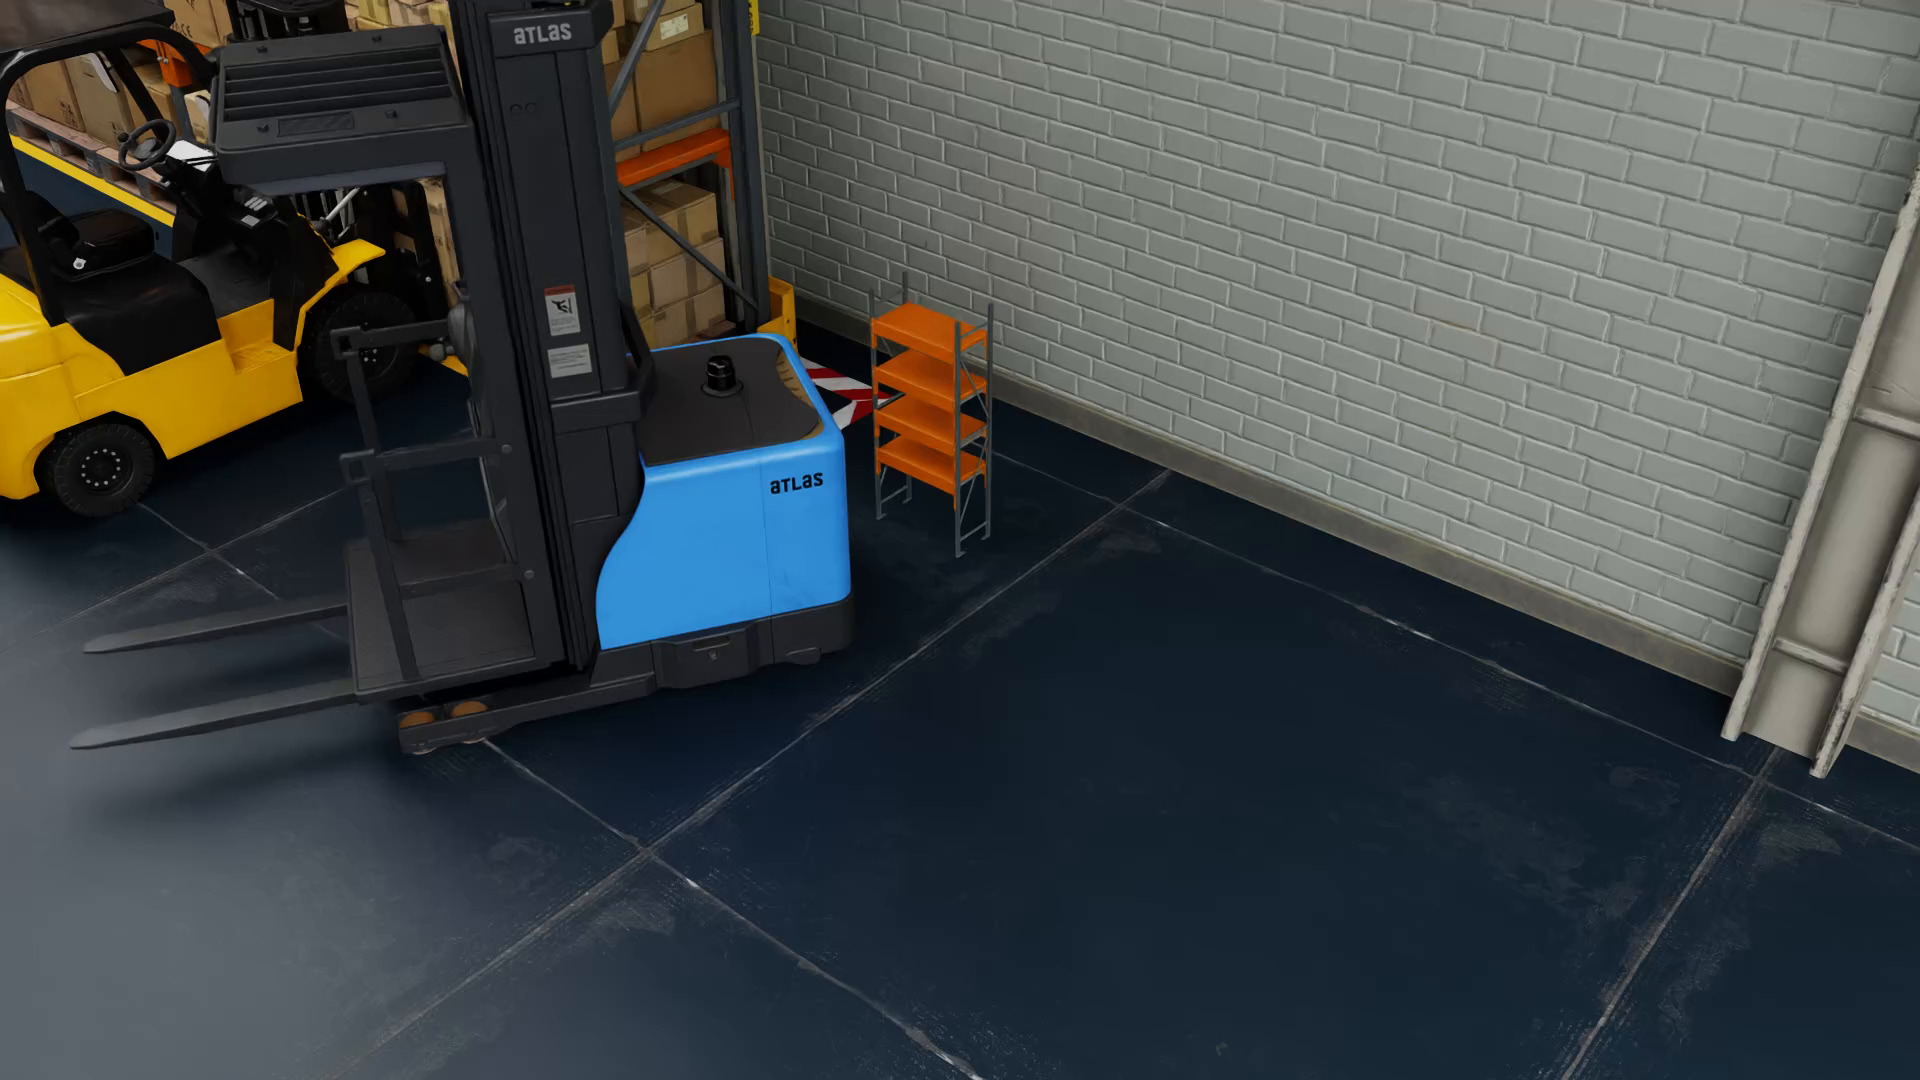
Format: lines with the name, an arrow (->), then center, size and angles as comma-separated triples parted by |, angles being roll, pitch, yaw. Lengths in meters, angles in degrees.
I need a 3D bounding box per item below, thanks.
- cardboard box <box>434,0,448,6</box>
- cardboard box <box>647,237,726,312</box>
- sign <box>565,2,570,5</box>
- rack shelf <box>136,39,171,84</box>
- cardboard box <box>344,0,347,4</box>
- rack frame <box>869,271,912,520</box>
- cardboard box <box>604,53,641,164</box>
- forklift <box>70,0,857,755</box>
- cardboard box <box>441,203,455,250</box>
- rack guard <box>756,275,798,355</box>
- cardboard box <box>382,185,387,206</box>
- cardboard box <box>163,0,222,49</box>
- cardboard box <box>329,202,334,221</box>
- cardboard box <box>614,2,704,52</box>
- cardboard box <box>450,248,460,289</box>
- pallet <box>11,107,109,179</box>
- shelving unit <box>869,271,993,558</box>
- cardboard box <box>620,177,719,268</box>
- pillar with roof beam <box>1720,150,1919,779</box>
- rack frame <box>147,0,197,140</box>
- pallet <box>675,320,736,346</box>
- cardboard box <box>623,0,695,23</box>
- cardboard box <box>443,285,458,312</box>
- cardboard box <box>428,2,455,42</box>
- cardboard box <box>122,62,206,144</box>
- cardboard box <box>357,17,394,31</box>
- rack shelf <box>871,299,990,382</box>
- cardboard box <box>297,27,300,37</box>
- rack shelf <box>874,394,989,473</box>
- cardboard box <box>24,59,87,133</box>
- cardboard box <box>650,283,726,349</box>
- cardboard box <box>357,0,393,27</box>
cardboard box -> -2.361, -2.732, 8.155 | 0.250, 0.149, 0.380 | 26, 42, 32
cardboard box -> -1.608, -1.488, 8.883 | 0.500, 0.250, 0.500 | 26, 42, 33
sign -> -1.738, -2.325, 7.254 | 0.005, 0.325, 0.100 | 25, 42, 32
rack shelf -> -5.991, -3.858, 11.354 | 4.000, 0.370, 1.077 | 25, 42, 32
cardboard box -> -3.202, -2.940, 8.720 | 0.250, 0.149, 0.380 | 24, 41, 31
rack frame -> -0.315, -0.643, 7.626 | 0.015, 1.200, 0.240 | 25, 42, 32
cardboard box -> -1.926, -2.087, 8.051 | 0.500, 0.500, 0.500 | 24, 41, 31
forklift -> -2.012, -0.706, 6.188 | 3.031, 2.935, 1.130 | -11, 36, -16
cardboard box -> -2.329, -1.647, 8.673 | 0.500, 0.250, 0.500 | 26, 42, 33
rack guard -> -1.361, -0.942, 8.681 | 0.348, 0.500, 1.175 | 25, 42, 32
cardboard box -> -3.108, -2.012, 9.205 | 0.500, 0.250, 0.500 | 24, 41, 31
cardboard box -> -4.280, -3.197, 9.668 | 0.500, 0.500, 0.500 | 24, 41, 31
cardboard box -> -3.512, -1.998, 9.626 | 0.500, 0.250, 0.500 | 25, 42, 31
cardboard box -> -1.474, -2.526, 8.117 | 0.250, 0.149, 0.380 | 24, 41, 31
cardboard box -> -2.332, -1.454, 8.834 | 0.500, 0.250, 0.500 | 25, 42, 31
pallet -> -5.987, -2.973, 11.892 | 1.213, 0.211, 1.003 | 25, 42, 32
shelving unit -> -0.127, -0.555, 7.498 | 0.503, 1.200, 0.258 | 25, 42, 32
cardboard box -> -1.628, -1.690, 8.736 | 0.500, 0.250, 0.500 | 25, 41, 31
pillar with roof beam -> 0.519, -1.053, 1.334 | 0.400, 9.000, 9.100 | 25, 42, 32
rack frame -> -4.454, -3.430, 10.095 | 0.127, 3.000, 1.000 | 25, 42, 32
pallet -> -1.994, -1.091, 9.152 | 1.213, 0.211, 1.003 | 25, 42, 32
cardboard box -> -1.501, -2.627, 8.002 | 0.250, 0.149, 0.380 | 24, 41, 31
cardboard box -> -2.698, -1.423, 9.231 | 0.500, 0.250, 0.500 | 26, 42, 32
cardboard box -> -2.384, -2.589, 8.209 | 0.250, 0.149, 0.380 | 25, 42, 32
cardboard box -> -4.862, -2.809, 10.917 | 0.625, 0.625, 0.875 | 27, 43, 34
cardboard box -> -2.713, -2.464, 8.600 | 0.500, 0.500, 0.500 | 24, 41, 31
rack shelf -> -0.127, -0.878, 7.275 | 0.480, 0.148, 0.258 | 25, 42, 32
cardboard box -> -3.479, -2.833, 9.137 | 0.500, 0.500, 0.500 | 25, 42, 31
rack shelf -> -0.127, -0.499, 7.536 | 0.480, 0.148, 0.258 | 25, 42, 32
cardboard box -> -6.032, -3.364, 11.726 | 0.625, 0.625, 0.875 | 23, 41, 30
cardboard box -> -1.632, -1.284, 9.028 | 0.500, 0.250, 0.500 | 25, 42, 32
cardboard box -> -2.827, -2.748, 8.440 | 0.250, 0.149, 0.380 | 26, 42, 32
